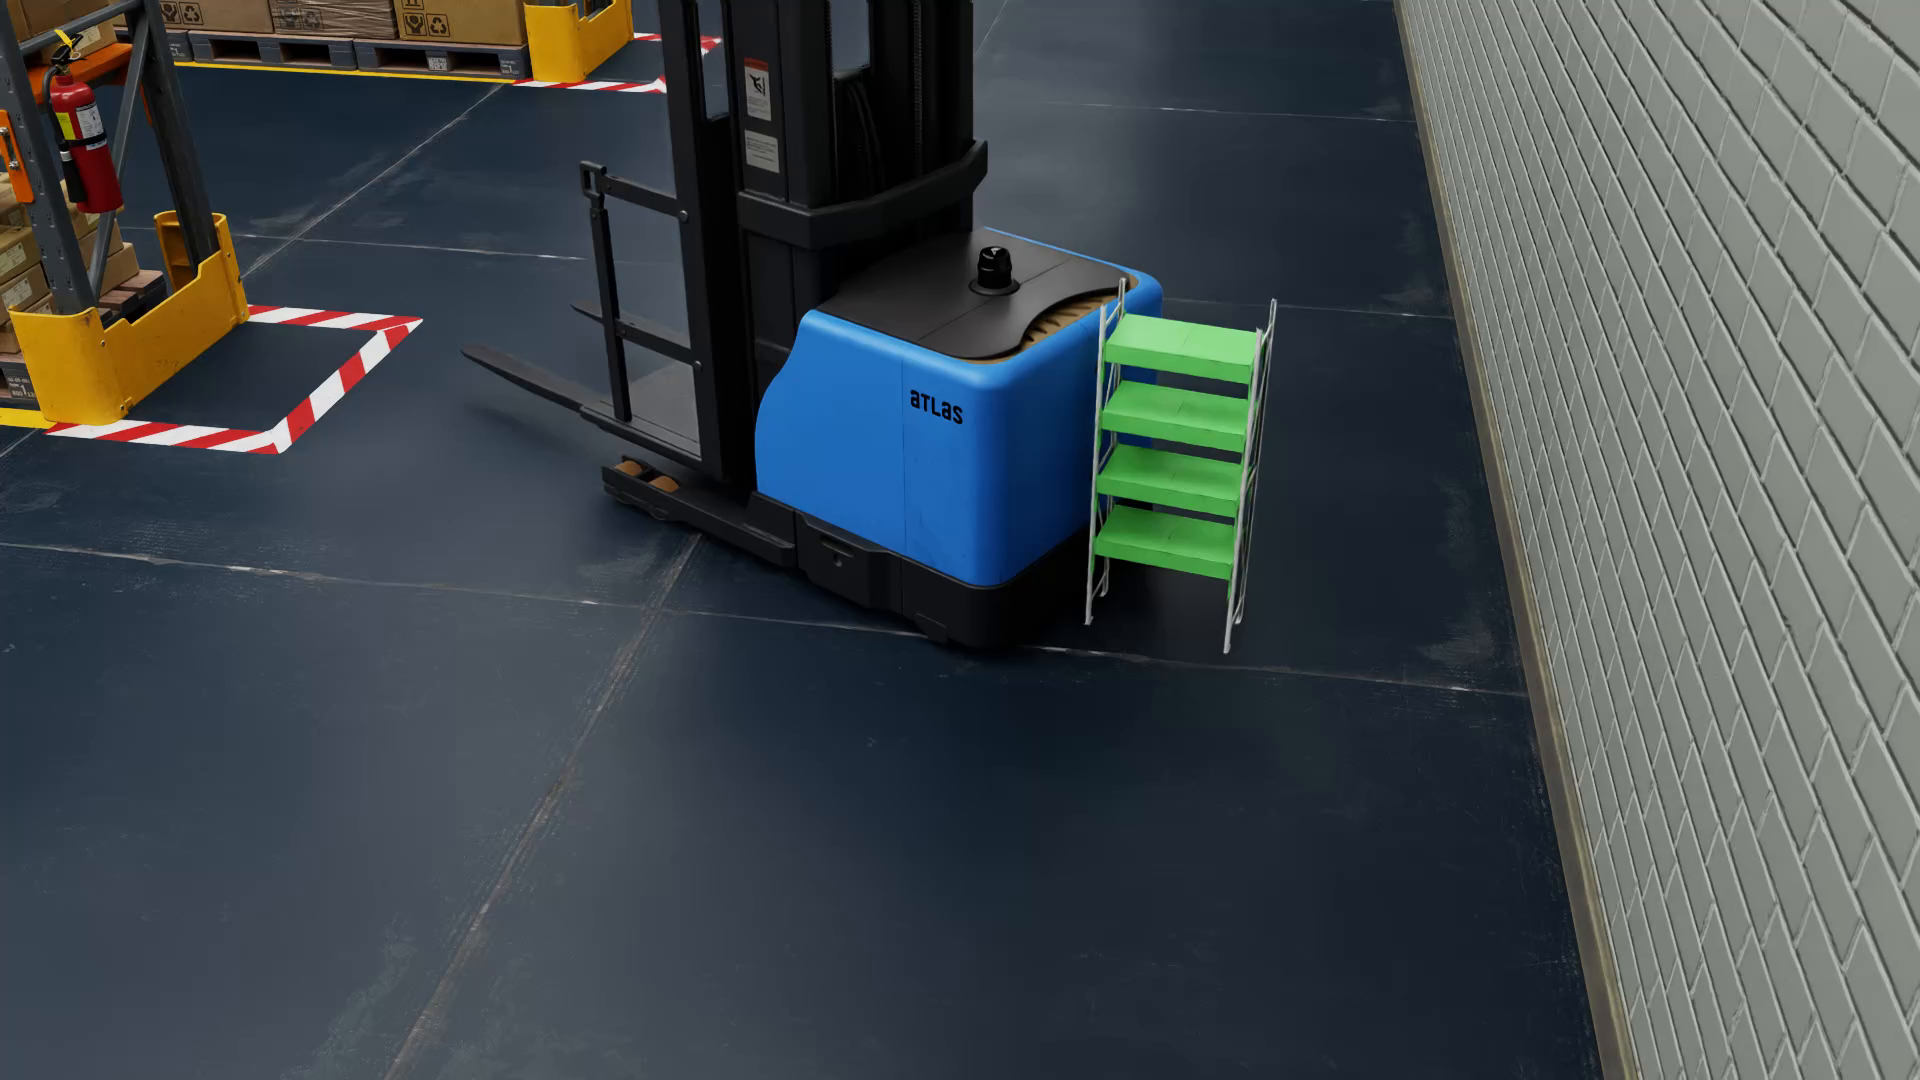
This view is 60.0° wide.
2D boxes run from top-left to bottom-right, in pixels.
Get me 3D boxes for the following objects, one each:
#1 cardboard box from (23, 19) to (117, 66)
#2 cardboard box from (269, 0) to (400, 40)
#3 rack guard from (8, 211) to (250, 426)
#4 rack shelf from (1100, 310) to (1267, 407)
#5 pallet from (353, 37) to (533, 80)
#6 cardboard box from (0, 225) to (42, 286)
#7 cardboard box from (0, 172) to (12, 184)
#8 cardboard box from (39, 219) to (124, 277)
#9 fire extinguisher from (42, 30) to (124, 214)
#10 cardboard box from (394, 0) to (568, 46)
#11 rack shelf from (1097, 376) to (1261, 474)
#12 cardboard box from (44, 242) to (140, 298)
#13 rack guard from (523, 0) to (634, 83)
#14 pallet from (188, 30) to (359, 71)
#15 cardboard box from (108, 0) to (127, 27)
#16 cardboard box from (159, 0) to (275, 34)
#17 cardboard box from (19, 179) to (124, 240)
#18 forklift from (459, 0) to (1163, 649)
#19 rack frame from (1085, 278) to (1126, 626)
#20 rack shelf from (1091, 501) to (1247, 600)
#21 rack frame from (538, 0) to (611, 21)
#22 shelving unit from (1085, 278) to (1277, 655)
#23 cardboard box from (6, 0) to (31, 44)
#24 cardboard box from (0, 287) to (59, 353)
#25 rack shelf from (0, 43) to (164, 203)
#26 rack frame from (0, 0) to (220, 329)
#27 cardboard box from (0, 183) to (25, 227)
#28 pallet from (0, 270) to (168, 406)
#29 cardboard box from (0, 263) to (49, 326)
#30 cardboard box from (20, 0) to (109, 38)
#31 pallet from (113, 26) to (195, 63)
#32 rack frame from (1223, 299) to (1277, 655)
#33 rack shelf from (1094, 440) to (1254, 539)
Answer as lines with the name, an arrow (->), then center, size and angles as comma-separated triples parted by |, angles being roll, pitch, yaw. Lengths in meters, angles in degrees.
cardboard box -> -3.841, -2.156, 7.104 | 0.250, 0.149, 0.380 | 5, 32, 8
cardboard box -> -4.184, -4.021, 11.454 | 0.875, 0.875, 0.875 | 5, 32, 8
rack guard -> -3.652, -1.010, 7.392 | 0.348, 0.500, 1.175 | 5, 32, 8
rack shelf -> 0.712, -0.579, 5.260 | 0.480, 0.148, 0.258 | 11, 34, 17
pallet -> -3.444, -3.496, 11.636 | 1.213, 0.211, 1.003 | 5, 32, 8
cardboard box -> -4.141, -1.199, 7.069 | 0.250, 0.149, 0.380 | 6, 32, 9
cardboard box -> -4.555, -1.560, 7.645 | 0.250, 0.149, 0.380 | 5, 32, 8
cardboard box -> -4.050, -1.339, 7.573 | 0.250, 0.149, 0.380 | 6, 33, 10
fire extinguisher -> -3.406, -1.608, 6.416 | 0.183, 0.674, 0.296 | 5, 32, 8
cardboard box -> -3.287, -3.940, 11.324 | 0.875, 0.875, 0.875 | 5, 32, 8
rack shelf -> 0.712, -0.376, 5.387 | 0.480, 0.148, 0.258 | 11, 34, 17
cardboard box -> -4.039, -1.246, 7.705 | 0.250, 0.149, 0.380 | 6, 33, 9
rack guard -> -2.619, -3.586, 11.507 | 0.348, 0.500, 1.175 | 5, 32, 8
pallet -> -4.643, -3.606, 11.812 | 1.213, 0.211, 1.003 | 5, 32, 8
cardboard box -> -5.948, -4.181, 11.709 | 0.875, 0.875, 0.875 | 5, 32, 8
cardboard box -> -5.061, -4.101, 11.581 | 0.875, 0.875, 0.875 | 5, 32, 8
cardboard box -> -4.036, -1.509, 7.563 | 0.250, 0.149, 0.380 | 4, 32, 6
forklift -> -0.760, -1.514, 5.906 | 3.031, 2.935, 1.130 | 23, 39, 32
rack frame -> 0.483, -0.271, 5.553 | 0.015, 1.200, 0.240 | 11, 34, 17
rack shelf -> 0.712, 0.031, 5.642 | 0.480, 0.148, 0.258 | 11, 34, 17
rack frame -> -2.643, -4.647, 10.848 | 0.127, 3.000, 1.000 | 5, 32, 8
shelving unit -> 0.712, -0.226, 5.481 | 0.503, 1.200, 0.258 | 11, 34, 17
cardboard box -> -4.063, -2.136, 6.461 | 0.500, 0.500, 0.500 | 6, 33, 9
cardboard box -> -4.131, -0.970, 7.263 | 0.250, 0.149, 0.380 | 6, 32, 9
rack shelf -> -5.548, -1.936, 7.194 | 4.000, 0.370, 1.077 | 5, 32, 8
rack frame -> -3.577, -2.062, 6.718 | 0.127, 3.000, 1.000 | 5, 32, 8
cardboard box -> -4.328, -1.470, 7.502 | 0.250, 0.149, 0.380 | 6, 33, 9
pallet -> -4.446, -0.978, 7.614 | 1.213, 0.211, 1.003 | 5, 32, 8
cardboard box -> -4.145, -1.056, 7.120 | 0.250, 0.149, 0.380 | 4, 32, 7
cardboard box -> -3.973, -2.415, 6.907 | 0.500, 0.500, 0.500 | 7, 33, 11
pallet -> -5.849, -3.714, 11.984 | 1.213, 0.211, 1.003 | 5, 32, 8
rack frame -> 0.941, -0.182, 5.409 | 0.015, 1.200, 0.240 | 11, 34, 17
rack shelf -> 0.712, -0.172, 5.515 | 0.480, 0.148, 0.258 | 11, 34, 17
